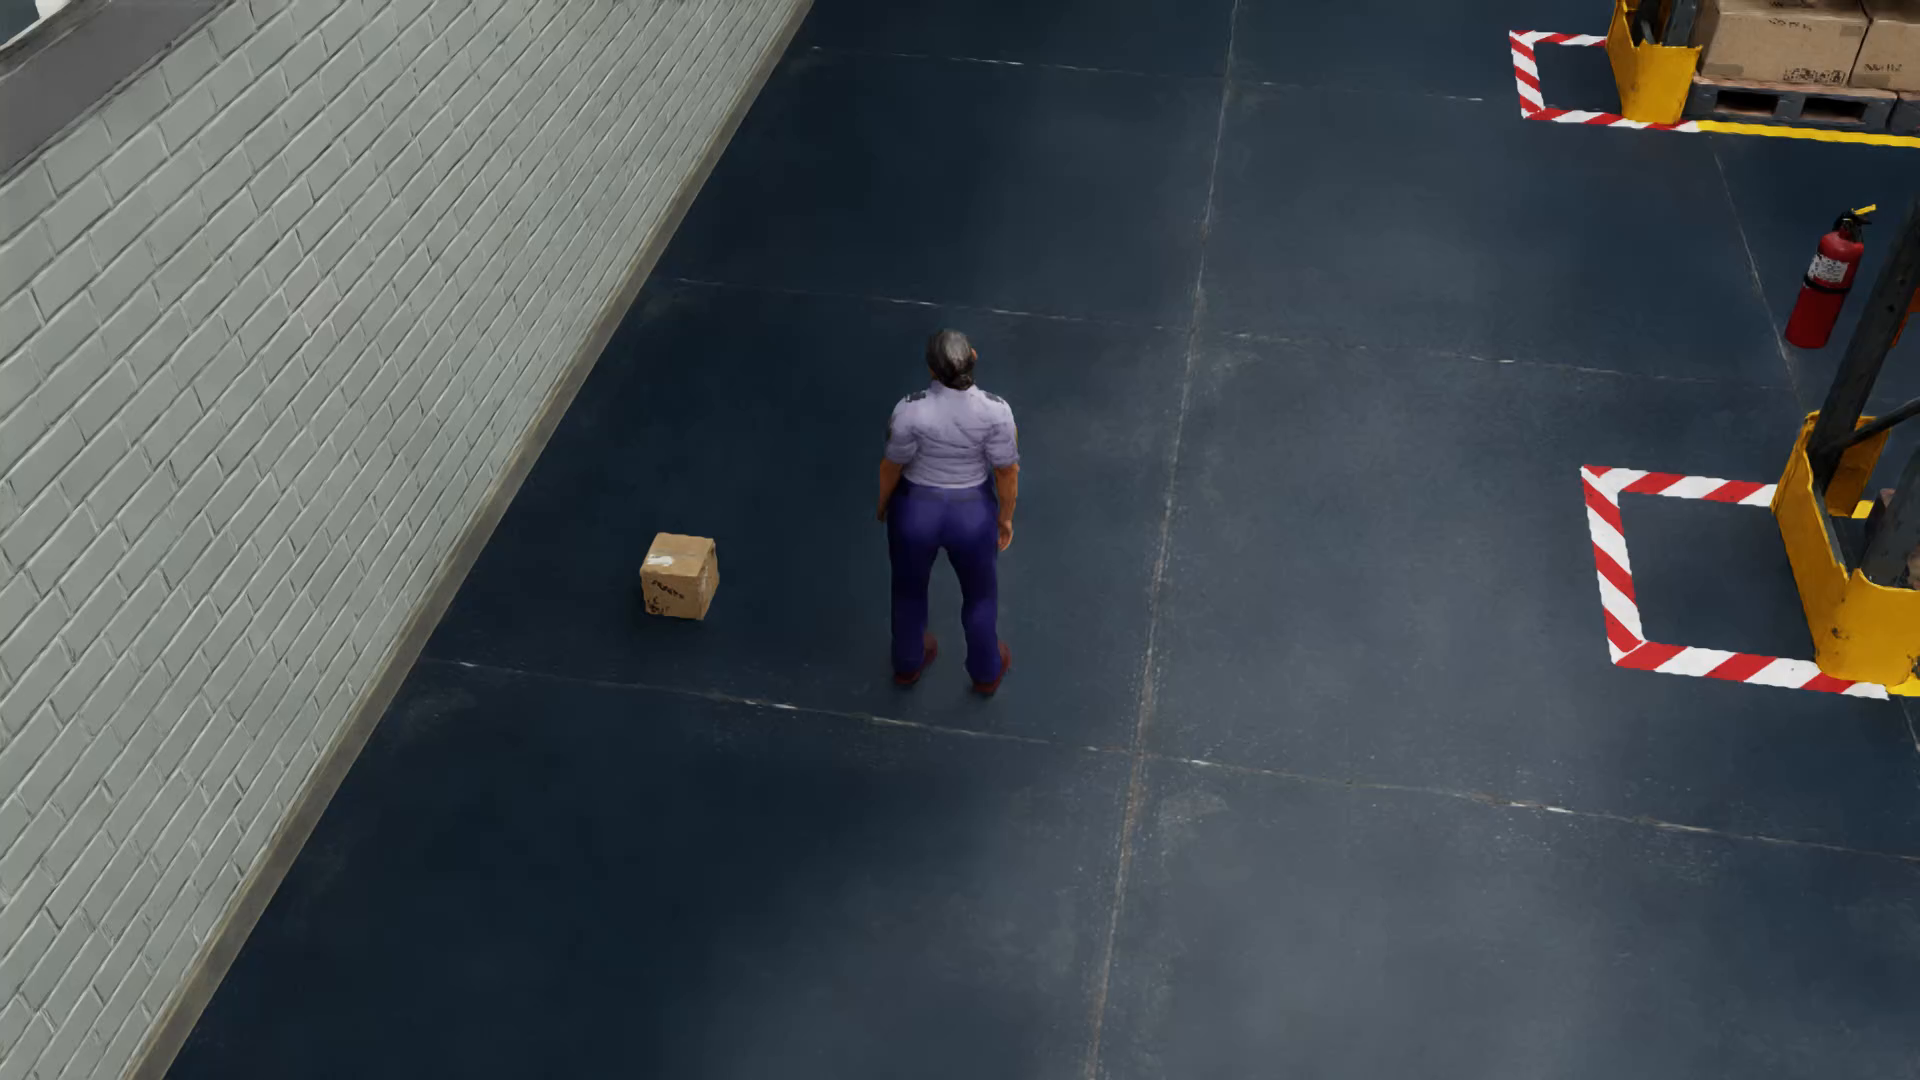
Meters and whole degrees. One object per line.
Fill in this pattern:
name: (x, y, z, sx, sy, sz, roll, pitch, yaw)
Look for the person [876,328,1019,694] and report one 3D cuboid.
person: (-0.041, -0.084, 6.235, 0.510, 1.658, 0.368, -2, 41, -2)
